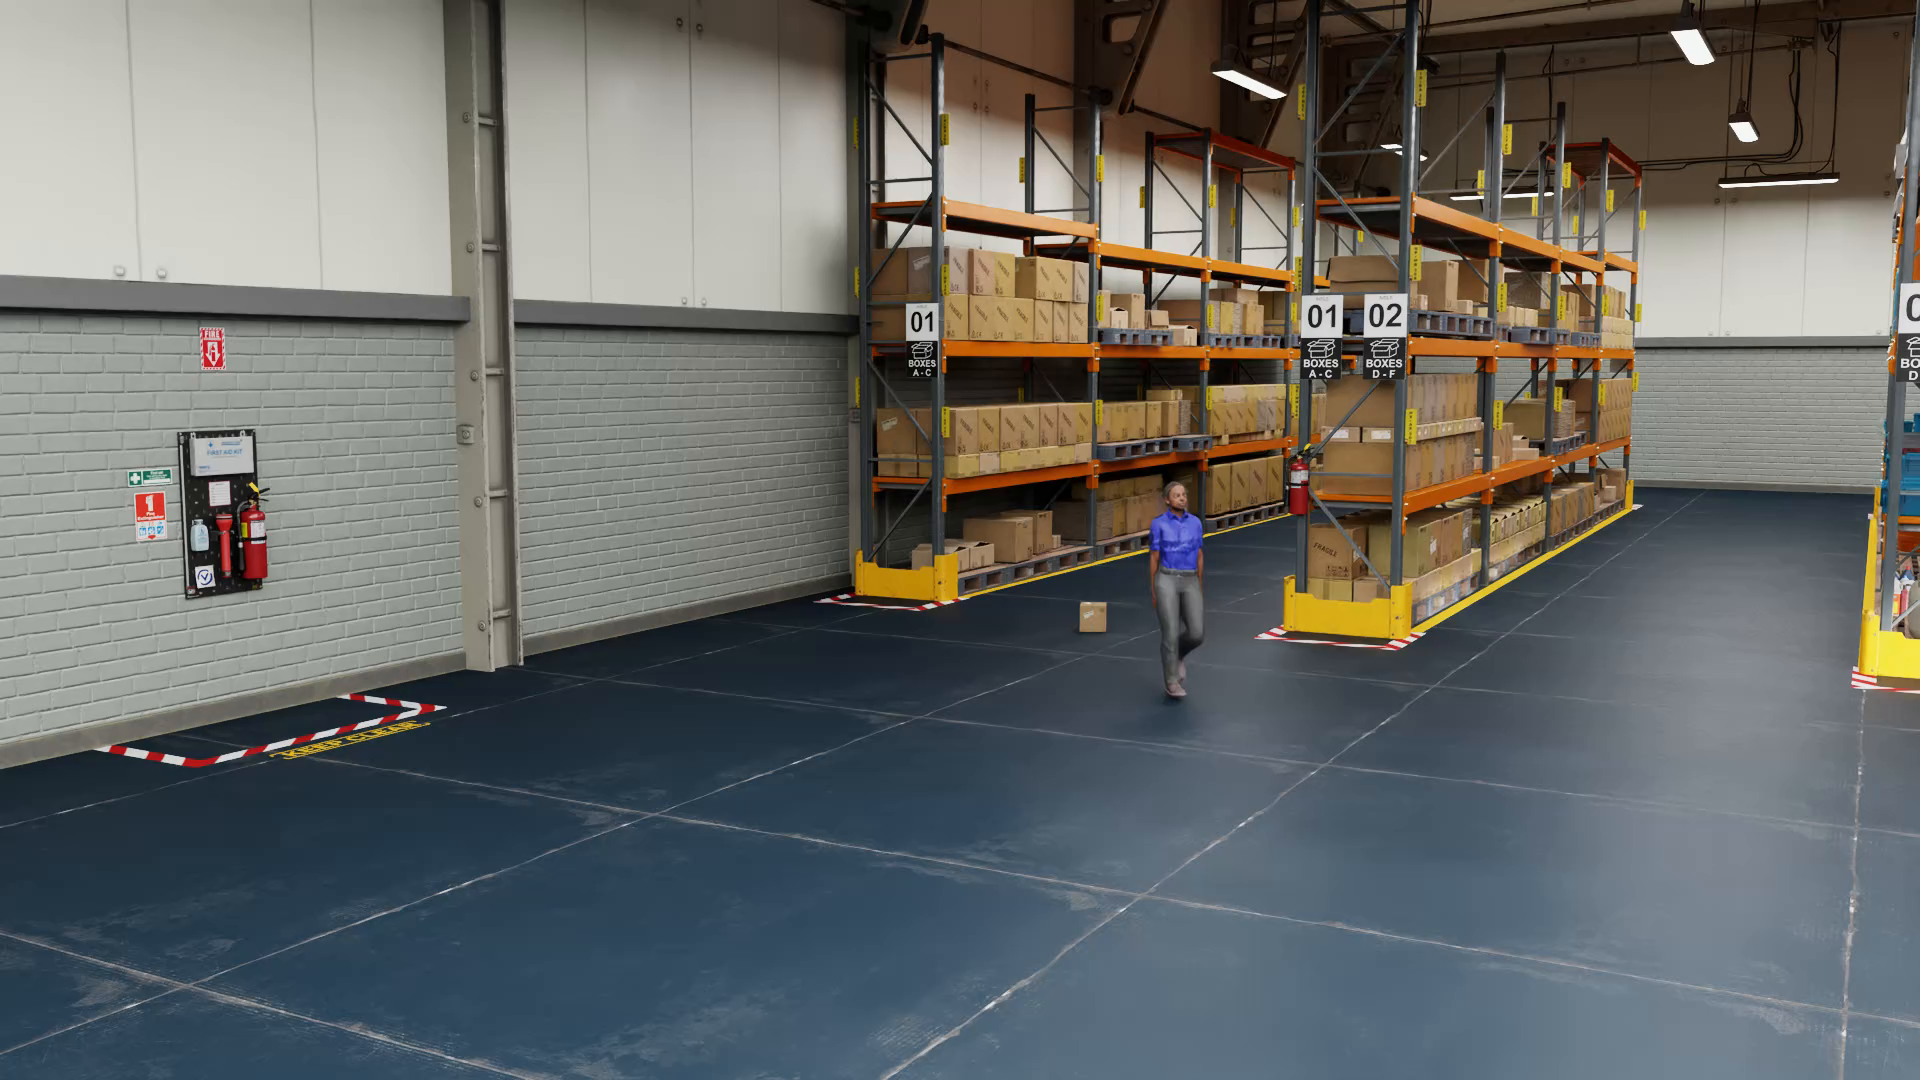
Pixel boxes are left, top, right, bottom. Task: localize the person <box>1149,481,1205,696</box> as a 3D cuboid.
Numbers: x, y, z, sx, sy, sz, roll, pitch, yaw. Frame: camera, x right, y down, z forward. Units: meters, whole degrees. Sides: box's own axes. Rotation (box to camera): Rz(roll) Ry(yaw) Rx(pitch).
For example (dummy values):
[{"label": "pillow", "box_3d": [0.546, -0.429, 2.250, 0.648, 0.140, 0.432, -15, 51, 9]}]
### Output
[{"label": "person", "box_3d": [1.667, 0.360, 12.834, 0.445, 1.632, 0.577, -1, 6, -12]}]
